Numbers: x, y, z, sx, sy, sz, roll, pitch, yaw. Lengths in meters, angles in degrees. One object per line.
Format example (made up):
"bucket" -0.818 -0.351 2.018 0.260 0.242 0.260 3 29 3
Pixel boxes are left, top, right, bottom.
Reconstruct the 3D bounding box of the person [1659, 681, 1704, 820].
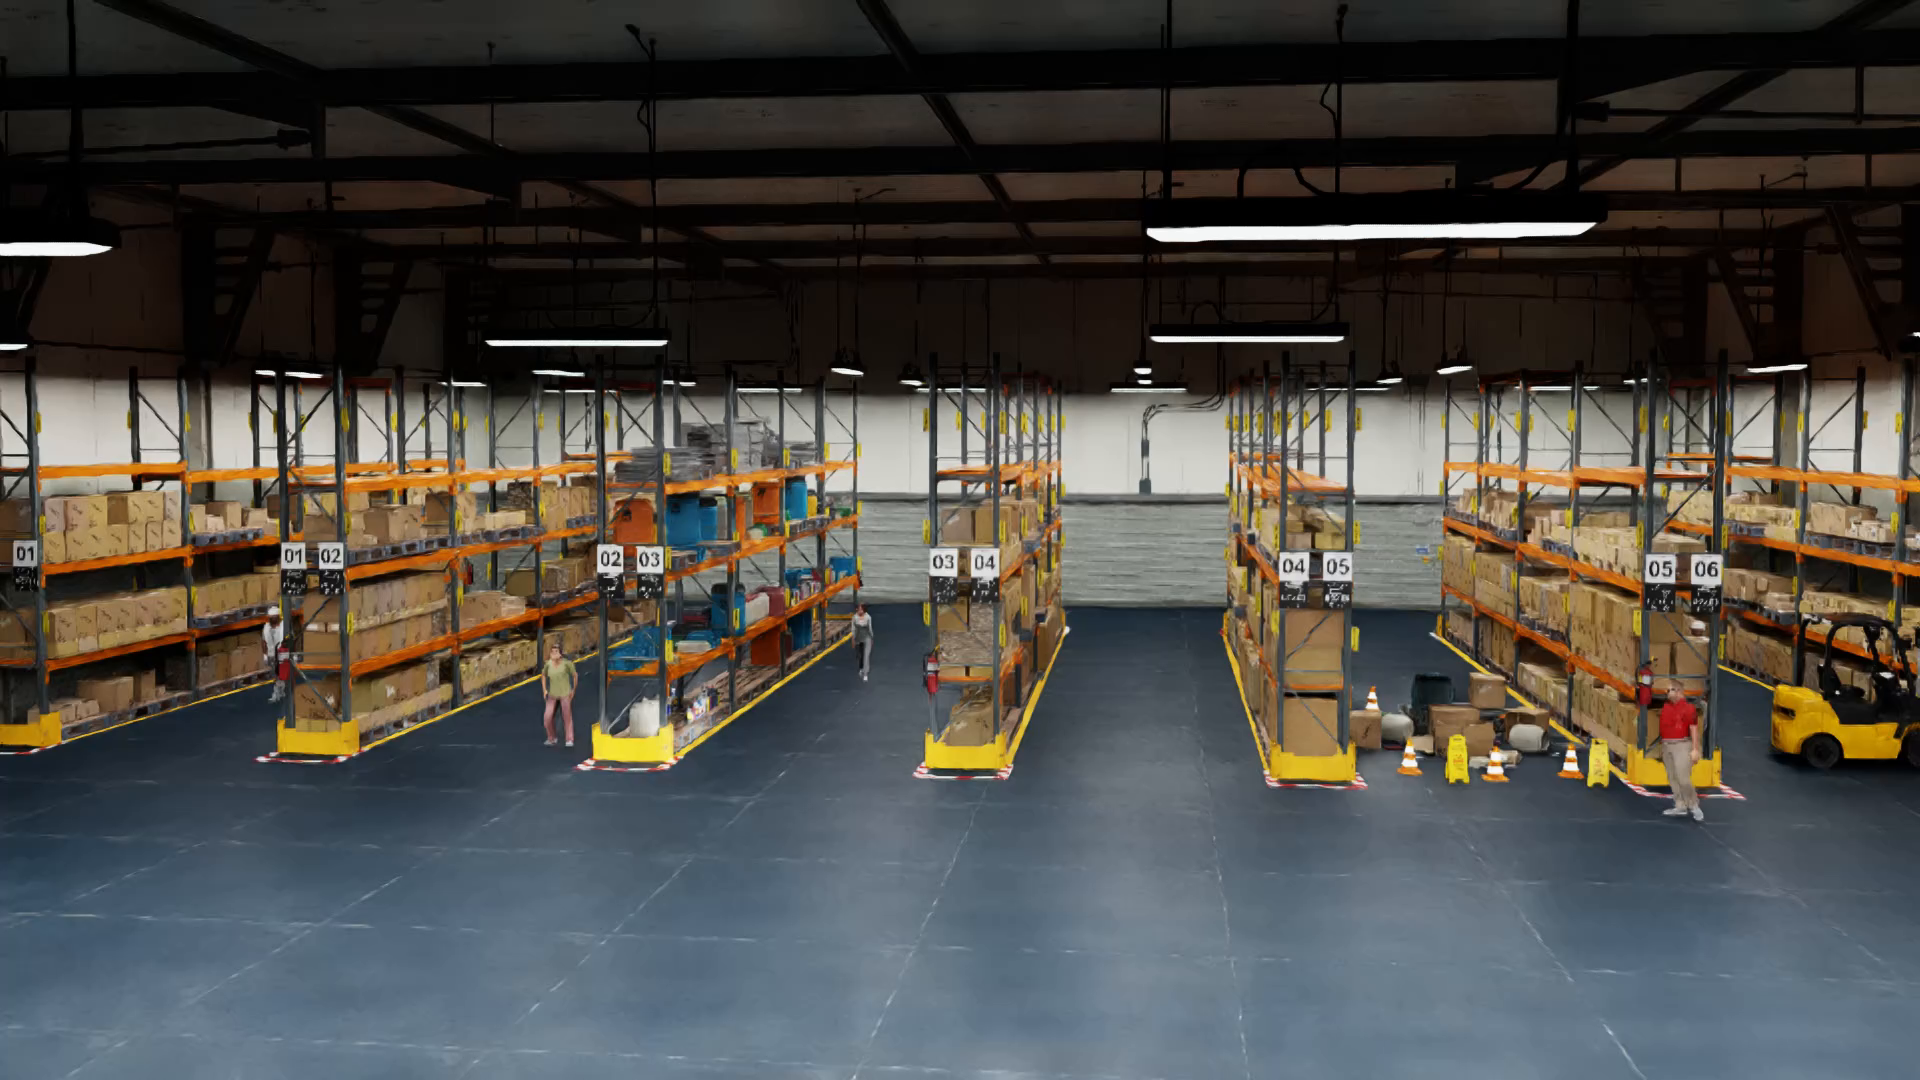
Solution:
"person" 9.132 2.689 21.056 0.448 1.630 0.654 -1 4 -19

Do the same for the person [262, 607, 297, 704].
"person" -12.218 2.034 29.734 0.566 1.706 1.122 1 4 9

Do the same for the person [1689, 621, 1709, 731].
"person" 11.979 2.189 27.103 0.580 1.763 0.673 3 5 39

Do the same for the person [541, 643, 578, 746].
"person" -6.178 2.386 25.660 0.598 1.619 0.507 0 4 5

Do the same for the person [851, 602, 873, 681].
"person" -1.911 1.947 32.248 0.419 1.514 1.038 0 4 4
